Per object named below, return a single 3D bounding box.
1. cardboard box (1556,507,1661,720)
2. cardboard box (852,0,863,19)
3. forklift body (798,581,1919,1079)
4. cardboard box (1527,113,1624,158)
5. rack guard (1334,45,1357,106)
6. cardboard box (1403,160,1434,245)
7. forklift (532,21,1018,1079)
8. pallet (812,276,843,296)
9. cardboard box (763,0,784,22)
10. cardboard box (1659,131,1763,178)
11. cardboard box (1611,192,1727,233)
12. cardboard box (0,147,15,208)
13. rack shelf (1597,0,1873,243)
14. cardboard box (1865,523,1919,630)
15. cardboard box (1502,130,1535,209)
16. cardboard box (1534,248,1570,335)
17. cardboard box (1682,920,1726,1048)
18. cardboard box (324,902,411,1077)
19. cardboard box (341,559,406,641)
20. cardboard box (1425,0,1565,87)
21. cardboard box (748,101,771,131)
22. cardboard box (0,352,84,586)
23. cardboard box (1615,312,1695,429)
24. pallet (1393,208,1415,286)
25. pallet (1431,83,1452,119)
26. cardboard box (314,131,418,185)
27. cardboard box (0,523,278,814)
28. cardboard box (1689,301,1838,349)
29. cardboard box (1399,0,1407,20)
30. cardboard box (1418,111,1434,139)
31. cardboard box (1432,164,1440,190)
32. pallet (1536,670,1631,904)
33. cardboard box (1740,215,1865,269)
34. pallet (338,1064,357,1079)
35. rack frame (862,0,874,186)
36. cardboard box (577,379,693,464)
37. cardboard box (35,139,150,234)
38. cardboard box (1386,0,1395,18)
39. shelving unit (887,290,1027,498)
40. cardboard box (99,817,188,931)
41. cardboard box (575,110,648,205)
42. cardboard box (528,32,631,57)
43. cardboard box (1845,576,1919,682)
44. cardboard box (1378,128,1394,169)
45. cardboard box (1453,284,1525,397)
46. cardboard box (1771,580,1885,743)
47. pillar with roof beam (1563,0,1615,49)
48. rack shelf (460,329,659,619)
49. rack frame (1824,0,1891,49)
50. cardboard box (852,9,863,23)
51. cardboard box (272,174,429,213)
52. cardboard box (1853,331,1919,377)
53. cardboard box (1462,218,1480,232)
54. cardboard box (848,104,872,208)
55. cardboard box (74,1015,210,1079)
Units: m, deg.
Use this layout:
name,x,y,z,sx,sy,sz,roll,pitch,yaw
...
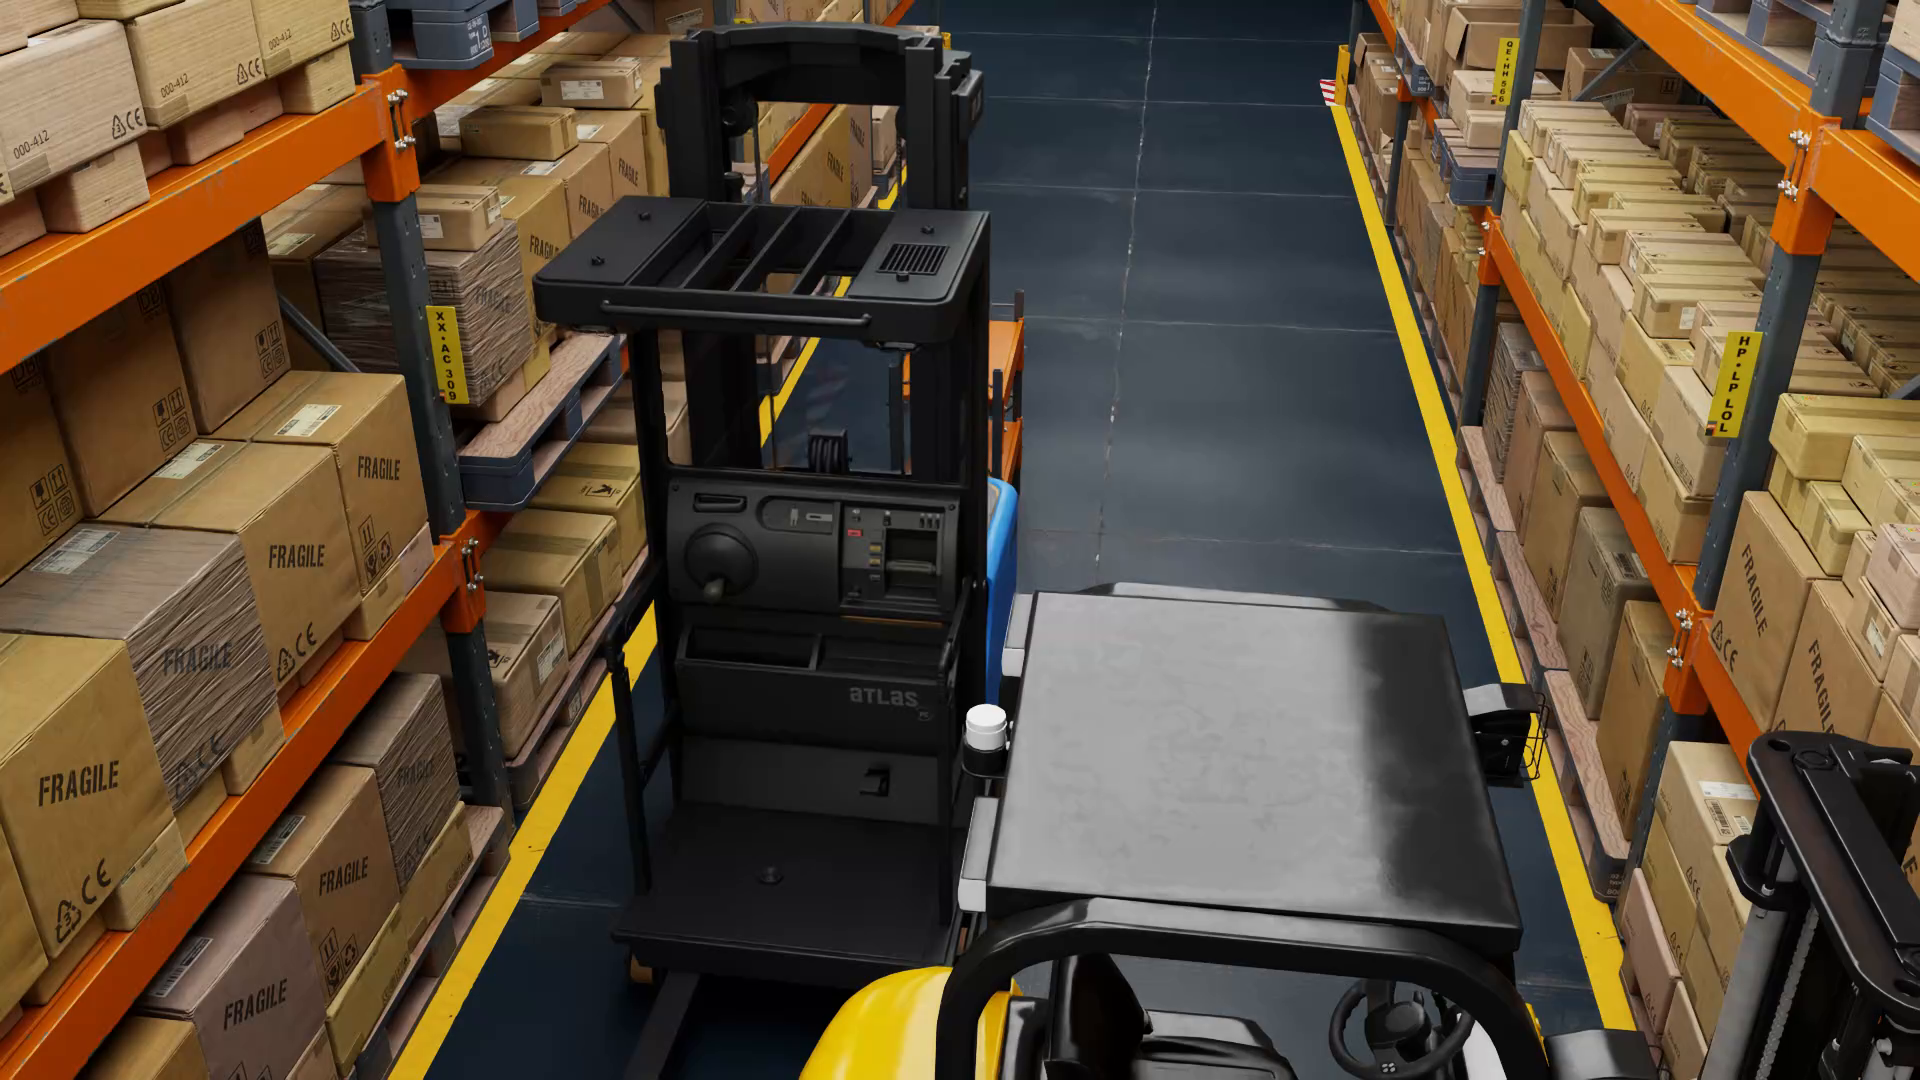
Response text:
name,x,y,z,sx,sy,sz,roll,pitch,yaw
cardboard box,2.920,0.306,6.580,0.875,0.625,0.625,3,28,6
cardboard box,-0.995,-3.928,12.010,0.500,0.250,0.500,3,28,6
forklift body,0.696,1.315,3.542,2.313,2.155,1.214,3,28,6
cardboard box,2.891,-1.897,7.820,0.380,0.149,0.250,4,29,7
rack guard,4.225,-4.456,15.994,1.175,0.500,0.348,3,28,6
cardboard box,3.406,-2.328,11.601,0.500,0.500,0.500,3,28,6
forklift,-0.494,0.072,5.027,1.130,2.935,3.031,4,29,8
pallet,-1.349,-1.825,11.414,1.003,0.211,1.213,3,28,6
cardboard box,-1.318,-3.049,9.587,0.500,0.500,0.500,3,29,6
cardboard box,3.402,-1.743,7.533,0.380,0.149,0.250,3,28,6
cardboard box,2.839,-1.287,6.686,0.380,0.149,0.250,3,28,6
cardboard box,-2.134,-0.675,3.022,0.500,0.250,0.500,4,29,7
rack shelf,3.009,-1.889,6.189,1.077,0.370,4.000,3,28,6
cardboard box,2.332,0.093,3.812,0.380,0.149,0.250,4,29,7
cardboard box,2.933,-1.787,8.036,0.500,0.250,0.500,3,28,6
cardboard box,2.835,-1.086,7.262,0.500,0.250,0.500,2,28,5
cardboard box,2.339,1.309,4.587,0.500,0.250,0.500,3,28,6
cardboard box,-2.024,1.341,5.055,0.500,0.250,0.500,3,28,5
cardboard box,-1.923,0.167,5.042,0.380,0.149,0.250,4,29,7
cardboard box,3.303,-3.110,10.312,0.700,0.500,0.500,3,28,6
cardboard box,-1.365,-2.491,9.342,0.500,0.250,0.500,3,28,6
cardboard box,-2.604,-0.177,3.942,0.700,0.500,0.500,3,28,5
cardboard box,2.626,-0.586,5.806,0.500,0.250,0.500,3,28,5
pallet,3.682,-2.096,11.919,1.003,0.211,1.213,3,28,6
pallet,3.488,-2.657,10.222,1.003,0.211,1.213,3,28,6
cardboard box,-2.259,-1.431,6.198,0.380,0.149,0.250,3,28,5
cardboard box,-2.086,0.306,4.101,0.500,0.500,0.500,4,29,8
cardboard box,2.681,-0.681,5.563,0.380,0.149,0.250,3,28,6
cardboard box,3.565,-4.028,12.408,0.500,0.250,0.500,4,29,7
cardboard box,3.452,-2.932,11.724,0.380,0.149,0.250,2,28,4
cardboard box,3.371,-2.424,11.096,0.380,0.149,0.250,3,28,6
pallet,2.816,0.935,6.292,1.003,0.211,1.213,3,28,6
cardboard box,3.253,-1.141,6.416,0.380,0.149,0.250,4,29,7
pallet,-2.357,1.892,4.516,1.003,0.211,1.213,3,28,6
rack frame,-1.182,-3.996,12.504,1.000,3.000,0.127,3,28,6
cardboard box,-1.834,-0.528,8.395,0.950,0.372,0.625,3,28,5
cardboard box,-2.039,-0.790,3.656,0.380,0.149,0.250,4,29,8
cardboard box,3.613,-4.255,13.250,0.380,0.149,0.250,3,28,5
shelving unit,0.001,-0.498,7.989,0.538,1.125,1.048,3,28,6
cardboard box,-2.077,0.770,3.923,0.380,0.149,0.250,4,29,7
cardboard box,-1.633,-1.504,7.017,0.500,0.500,0.500,2,28,4
cardboard box,-1.957,-2.274,8.447,0.500,0.500,0.500,3,28,5
cardboard box,2.326,0.220,3.890,0.380,0.149,0.250,4,29,7
cardboard box,3.565,-3.138,13.351,0.396,0.266,0.258,4,29,8
cardboard box,3.093,-1.122,9.363,0.500,0.500,0.500,4,29,8
cardboard box,2.403,0.452,4.142,0.500,0.500,0.500,4,29,7
pillar with roof beam,0.452,-6.876,11.525,9.100,9.000,0.400,3,28,6
rack shelf,-1.918,-0.855,7.433,1.077,0.370,4.000,3,28,6
rack frame,2.764,-2.584,3.559,1.000,3.000,0.127,3,28,6
cardboard box,-0.987,-3.704,12.121,0.500,0.250,0.500,3,28,5
cardboard box,-2.274,-1.054,6.182,0.500,0.500,0.500,4,29,6
cardboard box,3.105,-0.549,5.317,0.380,0.149,0.250,2,28,5
cardboard box,3.220,-1.817,9.968,0.380,0.149,0.250,4,29,8
cardboard box,-1.179,-2.949,12.358,0.875,0.875,0.875,4,29,8
cardboard box,-2.148,1.491,3.985,0.500,0.500,0.500,4,29,7
